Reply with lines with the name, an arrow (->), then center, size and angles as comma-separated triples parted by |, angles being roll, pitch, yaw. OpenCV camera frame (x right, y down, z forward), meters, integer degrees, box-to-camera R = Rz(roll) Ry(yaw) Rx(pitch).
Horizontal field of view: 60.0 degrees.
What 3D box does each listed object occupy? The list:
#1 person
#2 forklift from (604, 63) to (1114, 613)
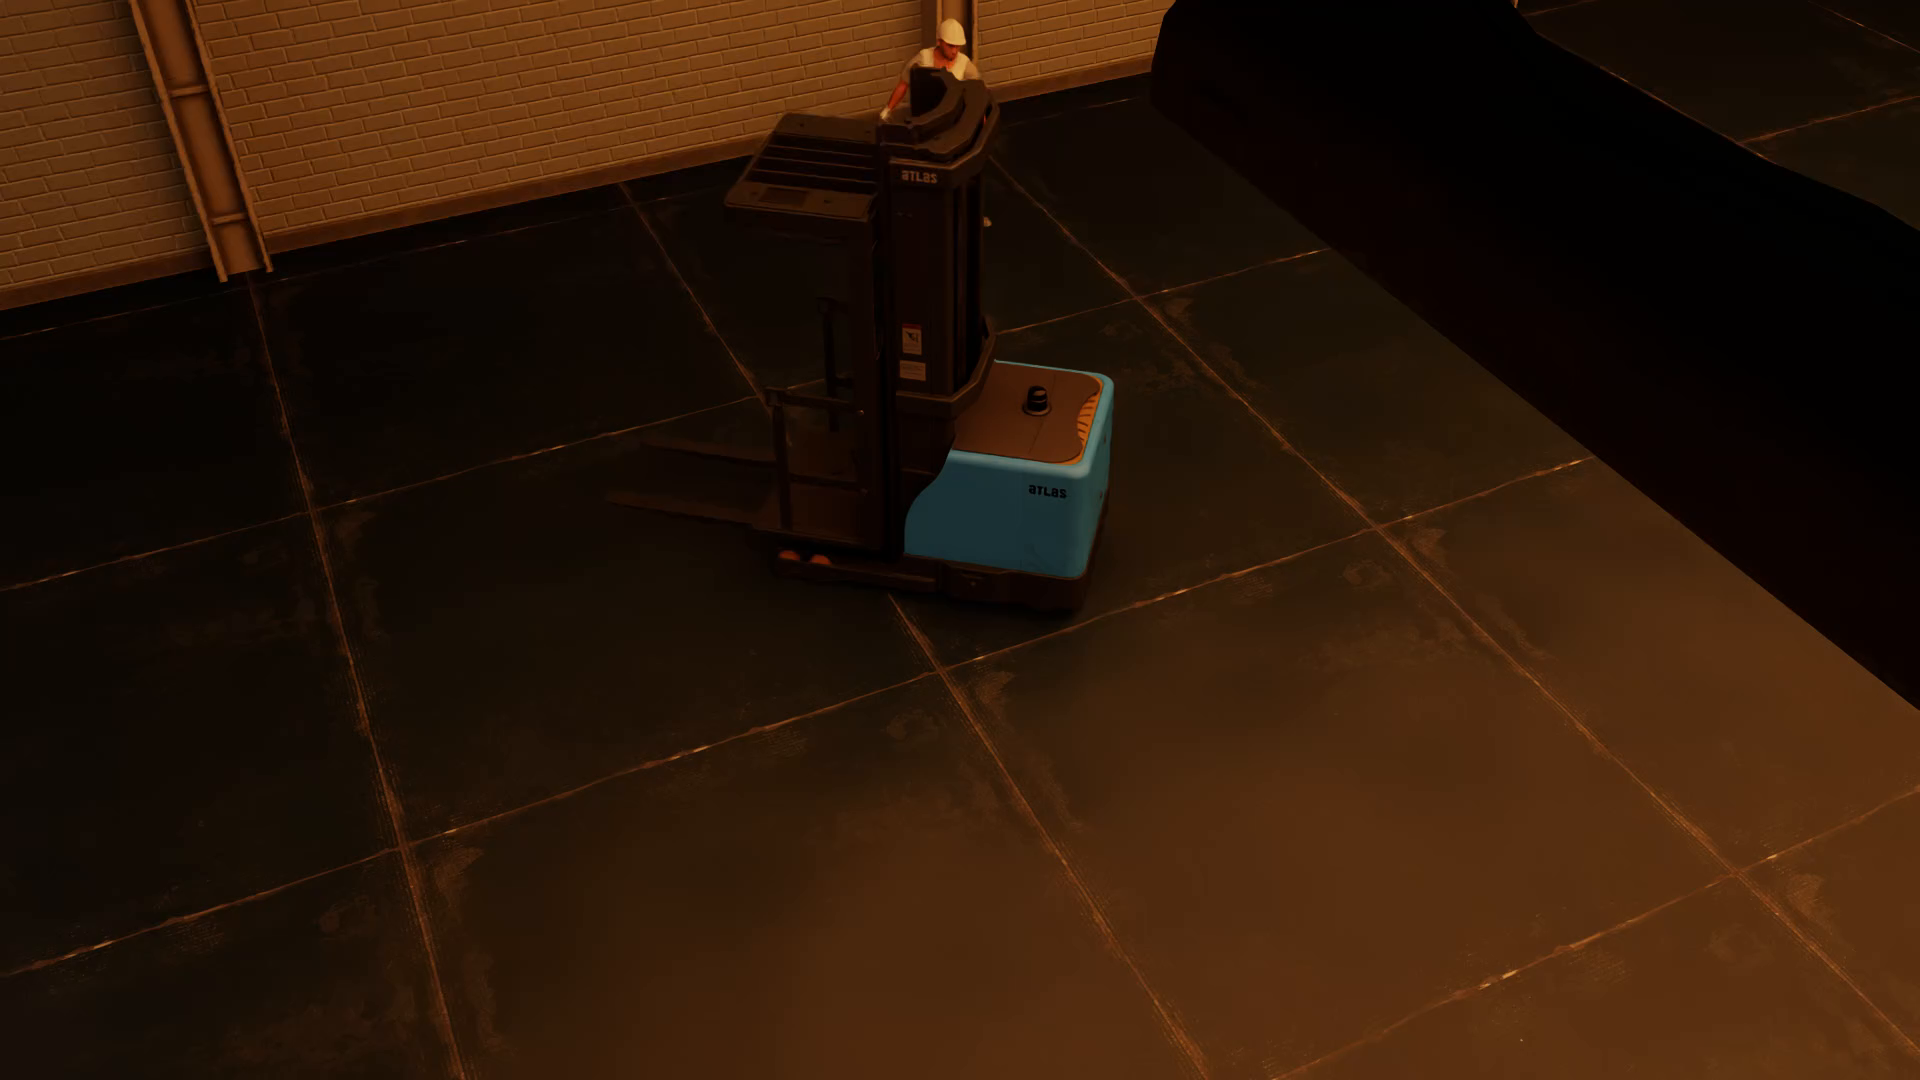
person -> -0.185, -3.220, 12.859 | 0.892, 1.744, 0.502 | 4, 40, 4
forklift -> -0.650, -1.192, 9.444 | 3.031, 2.935, 1.130 | 8, 41, 10
